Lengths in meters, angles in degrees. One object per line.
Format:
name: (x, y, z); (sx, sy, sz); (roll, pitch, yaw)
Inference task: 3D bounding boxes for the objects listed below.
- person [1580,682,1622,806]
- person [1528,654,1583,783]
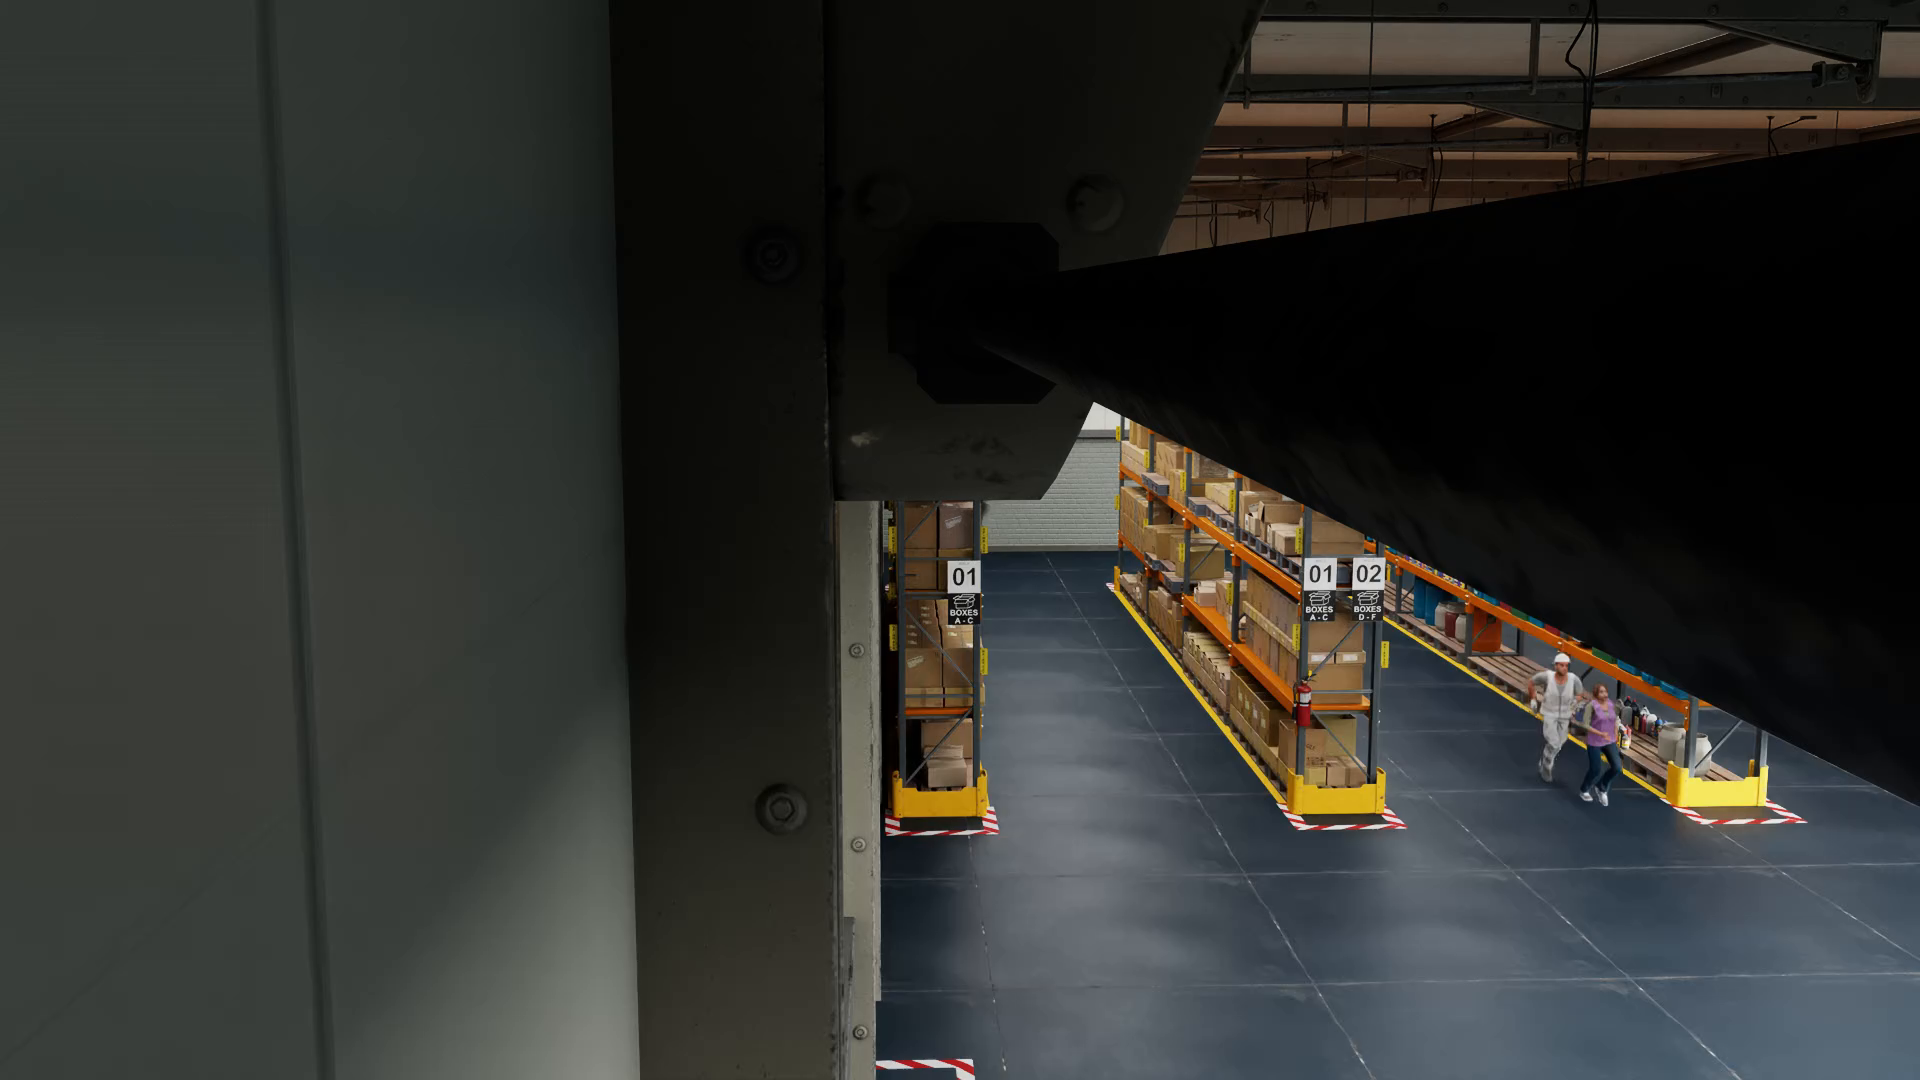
person: (8.060, 2.565, 20.877); (0.553, 1.556, 0.633); (-1, 8, -10)
person: (7.821, 2.327, 21.813); (0.610, 1.745, 0.819); (0, 8, -2)
